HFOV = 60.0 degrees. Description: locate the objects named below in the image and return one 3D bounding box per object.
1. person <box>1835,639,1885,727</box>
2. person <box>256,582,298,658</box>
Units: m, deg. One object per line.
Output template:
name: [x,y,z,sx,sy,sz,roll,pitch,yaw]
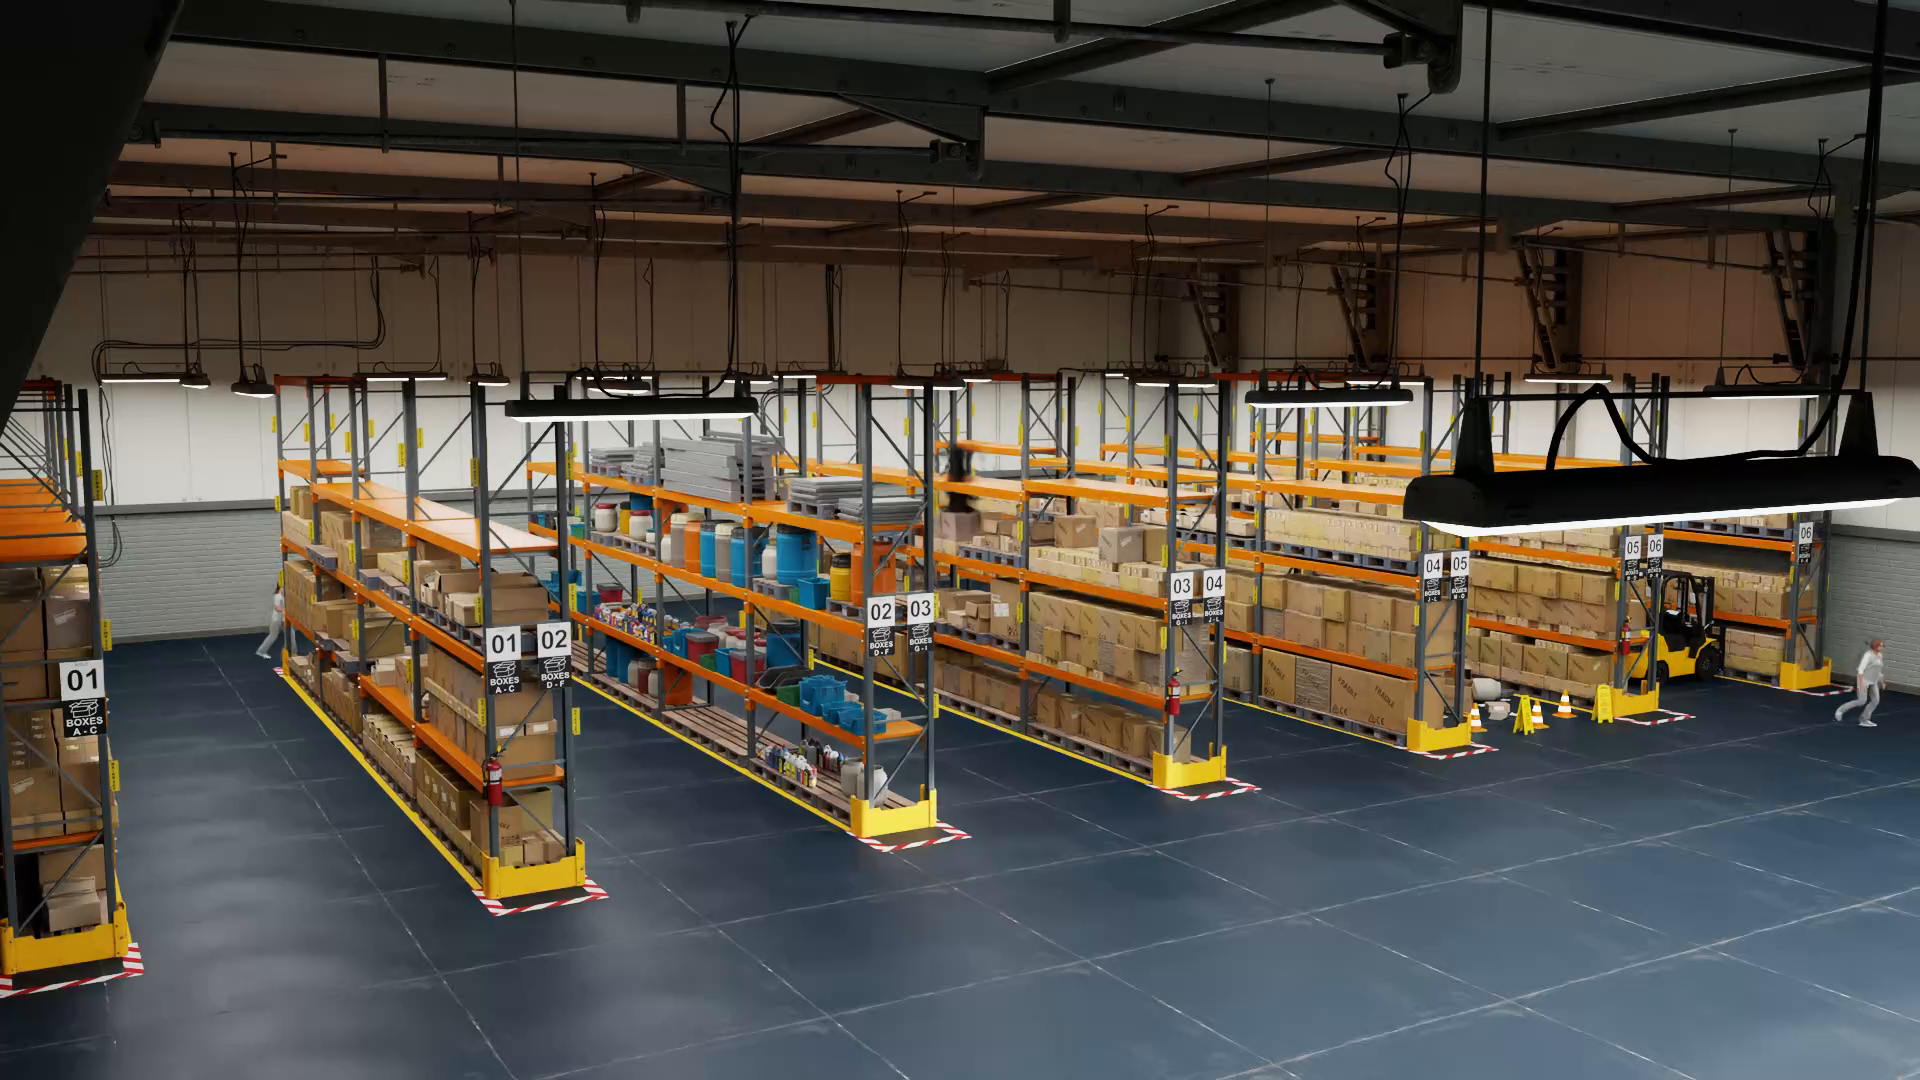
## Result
person: [15.518,2.435,28.630,0.633,1.533,0.611,-3,7,-28]
person: [-14.272,1.708,34.764,0.895,1.701,0.515,0,6,-2]
